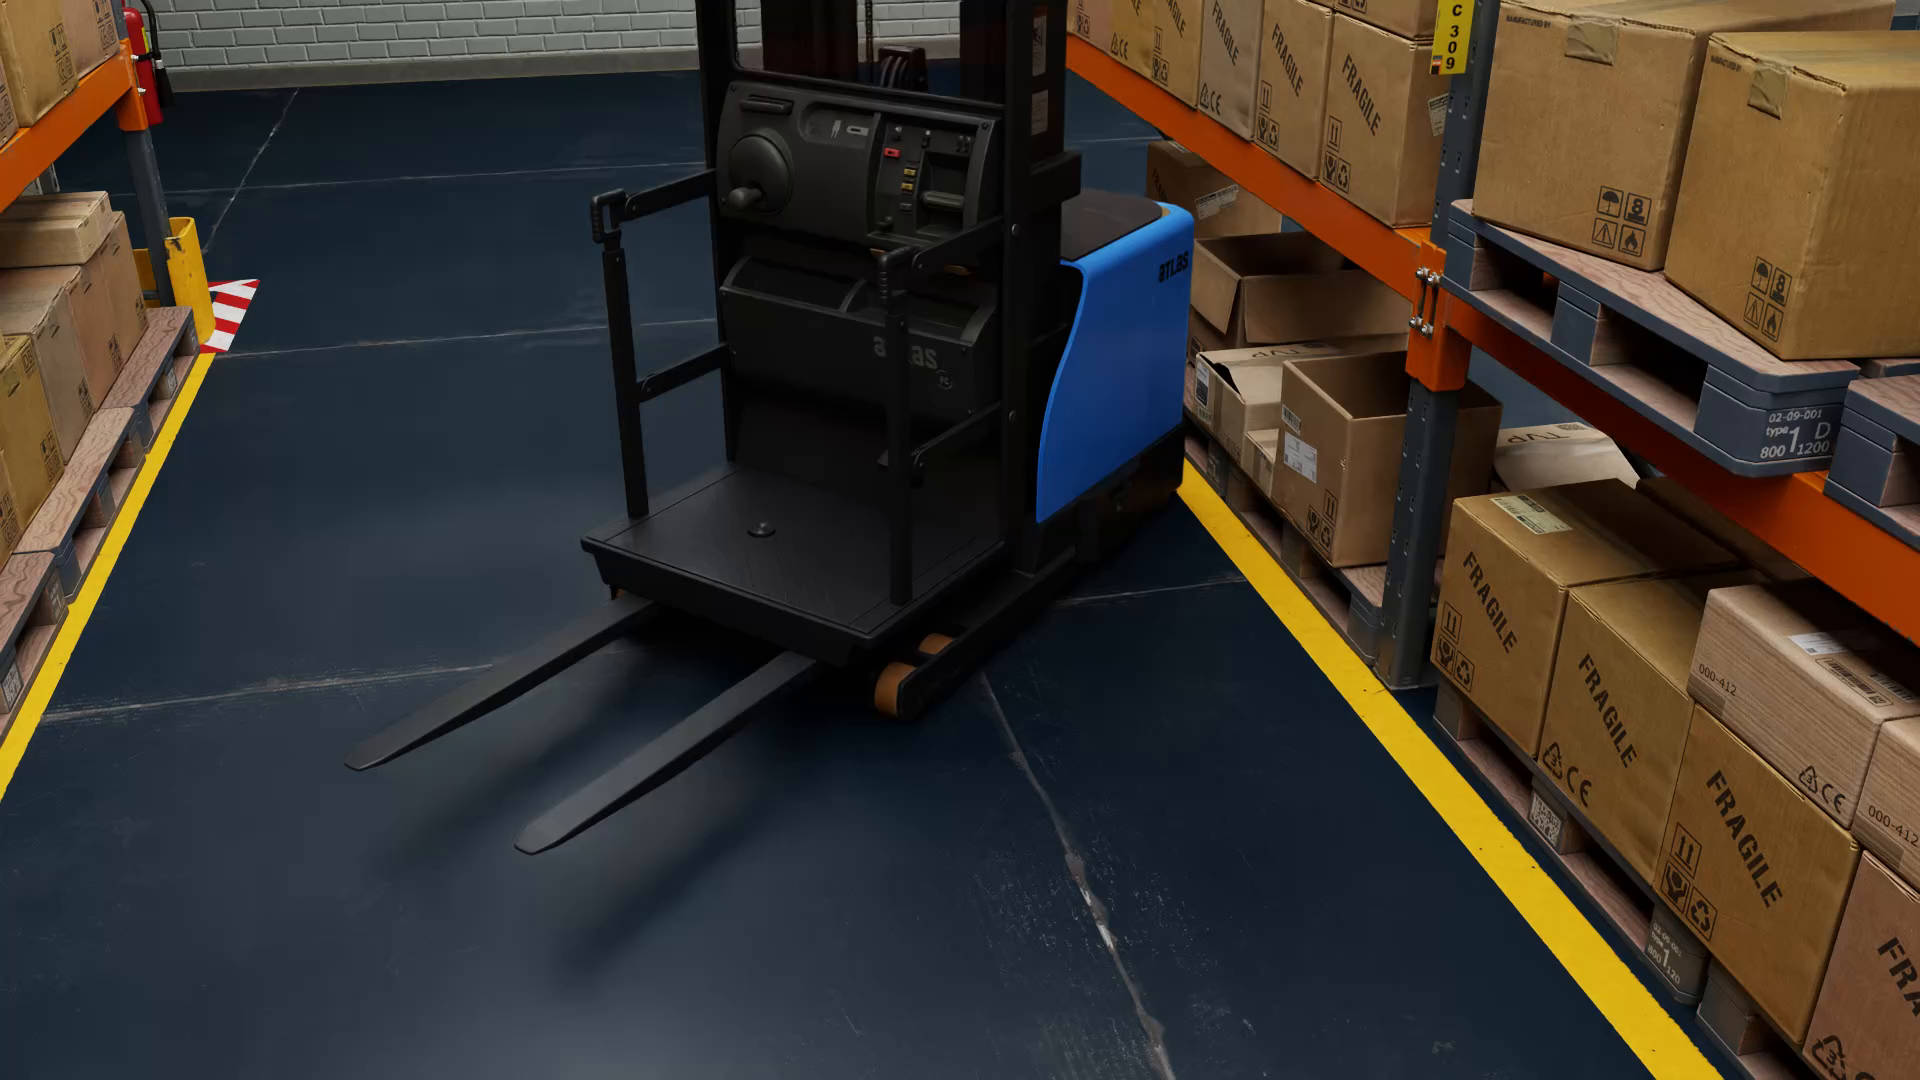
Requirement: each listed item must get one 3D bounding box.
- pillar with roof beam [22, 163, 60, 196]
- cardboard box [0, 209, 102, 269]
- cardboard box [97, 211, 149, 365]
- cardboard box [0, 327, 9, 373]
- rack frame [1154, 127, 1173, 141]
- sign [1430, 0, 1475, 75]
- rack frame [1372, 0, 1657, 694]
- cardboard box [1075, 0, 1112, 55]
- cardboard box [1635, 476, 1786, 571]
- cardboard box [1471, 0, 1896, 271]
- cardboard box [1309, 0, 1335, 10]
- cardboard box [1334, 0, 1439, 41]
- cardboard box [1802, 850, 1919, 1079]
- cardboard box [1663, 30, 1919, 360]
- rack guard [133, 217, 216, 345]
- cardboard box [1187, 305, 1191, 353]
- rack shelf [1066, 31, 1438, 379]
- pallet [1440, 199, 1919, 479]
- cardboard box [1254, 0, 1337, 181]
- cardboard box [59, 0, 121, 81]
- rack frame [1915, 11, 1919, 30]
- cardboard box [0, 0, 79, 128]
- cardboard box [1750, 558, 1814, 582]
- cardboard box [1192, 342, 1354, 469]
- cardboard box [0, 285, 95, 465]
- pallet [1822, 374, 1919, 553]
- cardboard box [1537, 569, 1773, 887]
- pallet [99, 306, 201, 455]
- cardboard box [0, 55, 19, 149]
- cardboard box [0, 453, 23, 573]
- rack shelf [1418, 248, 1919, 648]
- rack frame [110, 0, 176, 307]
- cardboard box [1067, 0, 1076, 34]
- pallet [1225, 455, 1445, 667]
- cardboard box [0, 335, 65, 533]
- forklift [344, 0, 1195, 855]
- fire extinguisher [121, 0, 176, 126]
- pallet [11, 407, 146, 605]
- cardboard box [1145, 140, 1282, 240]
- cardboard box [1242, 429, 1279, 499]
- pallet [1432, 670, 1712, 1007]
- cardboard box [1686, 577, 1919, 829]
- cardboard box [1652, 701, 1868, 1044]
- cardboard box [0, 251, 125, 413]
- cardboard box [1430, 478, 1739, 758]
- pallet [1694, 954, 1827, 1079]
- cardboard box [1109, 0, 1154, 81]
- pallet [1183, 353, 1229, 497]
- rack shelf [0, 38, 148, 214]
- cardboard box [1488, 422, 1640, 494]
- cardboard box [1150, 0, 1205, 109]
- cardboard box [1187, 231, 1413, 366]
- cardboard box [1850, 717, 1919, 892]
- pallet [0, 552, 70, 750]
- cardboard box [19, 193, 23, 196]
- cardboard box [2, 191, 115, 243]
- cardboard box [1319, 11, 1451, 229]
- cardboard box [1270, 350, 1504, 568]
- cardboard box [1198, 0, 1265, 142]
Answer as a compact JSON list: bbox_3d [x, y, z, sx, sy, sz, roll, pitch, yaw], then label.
[{"bbox_3d":[-1.253,-6.431,8.504,9.100,9.000,0.400,-6,27,-12],"label":"pillar with roof beam"},{"bbox_3d":[-3.476,-1.132,6.252,0.380,0.149,0.250,-5,27,-10],"label":"cardboard box"},{"bbox_3d":[-3.740,-0.992,6.695,0.700,0.500,0.500,-6,27,-12],"label":"cardboard box"},{"bbox_3d":[-3.180,-0.560,5.118,0.380,0.149,0.250,-7,28,-13],"label":"cardboard box"},{"bbox_3d":[0.830,-2.723,7.815,1.000,3.000,0.127,-6,27,-12],"label":"rack frame"},{"bbox_3d":[1.204,-1.295,4.025,0.100,0.325,0.005,-6,27,-12],"label":"sign"},{"bbox_3d":[1.731,-0.967,4.336,1.000,3.000,0.127,-6,27,-12],"label":"rack frame"},{"bbox_3d":[0.794,-2.320,6.906,0.500,0.500,0.500,-6,27,-12],"label":"cardboard box"},{"bbox_3d":[2.122,0.140,4.429,0.500,0.500,0.500,-6,27,-12],"label":"cardboard box"},{"bbox_3d":[1.620,-0.968,3.762,0.700,0.500,0.500,-16,31,-29],"label":"cardboard box"},{"bbox_3d":[1.247,-1.878,4.921,0.500,0.500,0.500,-6,27,-13],"label":"cardboard box"},{"bbox_3d":[1.365,-1.653,4.476,0.500,0.500,0.500,-6,27,-11],"label":"cardboard box"},{"bbox_3d":[1.953,0.865,2.993,0.500,0.500,0.500,-7,28,-14],"label":"cardboard box"},{"bbox_3d":[1.837,-0.673,3.177,0.700,0.500,0.500,-2,27,-3],"label":"cardboard box"},{"bbox_3d":[-4.001,-1.113,7.400,1.175,0.500,0.348,-6,27,-12],"label":"rack guard"},{"bbox_3d":[0.901,-0.985,6.936,0.500,0.250,0.500,-6,27,-12],"label":"cardboard box"},{"bbox_3d":[1.281,-1.523,6.238,1.077,0.370,4.000,-6,27,-12],"label":"rack shelf"},{"bbox_3d":[1.805,-0.519,3.662,1.003,0.211,1.213,-6,27,-12],"label":"pallet"},{"bbox_3d":[1.251,-1.431,5.145,0.500,0.500,0.500,-5,27,-10],"label":"cardboard box"},{"bbox_3d":[-3.871,-2.129,6.306,0.980,0.700,0.700,-5,27,-9],"label":"cardboard box"},{"bbox_3d":[5.657,-3.224,8.809,1.000,3.000,0.127,-6,27,-12],"label":"rack frame"},{"bbox_3d":[-3.696,-1.811,5.676,0.980,0.700,0.700,-6,27,-12],"label":"cardboard box"},{"bbox_3d":[2.225,0.358,3.997,0.500,0.500,0.500,-6,27,-11],"label":"cardboard box"},{"bbox_3d":[1.157,-0.513,5.934,0.500,0.311,0.500,-6,27,-12],"label":"cardboard box"},{"bbox_3d":[-3.514,-0.552,5.823,0.700,0.500,0.500,-7,28,-13],"label":"cardboard box"},{"bbox_3d":[2.190,0.022,2.591,1.003,0.211,1.213,-6,27,-12],"label":"pallet"},{"bbox_3d":[1.734,0.423,3.869,0.500,0.500,0.500,-6,27,-11],"label":"cardboard box"},{"bbox_3d":[-3.739,-0.630,6.764,1.003,0.211,1.213,-6,27,-12],"label":"pallet"},{"bbox_3d":[-3.533,-1.475,5.011,0.980,0.700,0.700,-7,28,-14],"label":"cardboard box"},{"bbox_3d":[-3.273,-0.093,4.914,0.700,0.500,0.500,-6,27,-12],"label":"cardboard box"},{"bbox_3d":[2.182,0.233,2.759,1.077,0.370,4.000,-6,27,-12],"label":"rack shelf"},{"bbox_3d":[-3.996,-2.218,6.815,1.000,3.000,0.127,-6,27,-12],"label":"rack frame"},{"bbox_3d":[0.673,-2.546,7.354,0.500,0.500,0.500,-5,27,-11],"label":"cardboard box"},{"bbox_3d":[1.577,-0.023,5.562,1.003,0.211,1.213,-6,27,-12],"label":"pallet"},{"bbox_3d":[-3.386,-0.319,5.360,0.700,0.500,0.500,-5,27,-10],"label":"cardboard box"},{"bbox_3d":[-0.428,-1.038,4.554,1.130,2.935,3.031,17,31,30],"label":"forklift"},{"bbox_3d":[-3.580,-2.130,7.141,0.296,0.674,0.183,-6,27,-12],"label":"fire extinguisher"},{"bbox_3d":[-3.468,-0.095,5.705,1.003,0.211,1.213,-6,27,-12],"label":"pallet"},{"bbox_3d":[1.192,-1.589,7.856,0.500,0.500,0.500,-6,27,-12],"label":"cardboard box"},{"bbox_3d":[1.184,-0.270,5.632,0.380,0.149,0.250,-6,27,-12],"label":"cardboard box"},{"bbox_3d":[1.951,0.632,4.265,1.003,0.211,1.213,-6,27,-12],"label":"pallet"},{"bbox_3d":[1.828,0.294,3.292,0.500,0.250,0.500,-6,27,-11],"label":"cardboard box"},{"bbox_3d":[1.839,0.643,3.433,0.500,0.500,0.500,-6,27,-11],"label":"cardboard box"},{"bbox_3d":[-3.628,-0.773,6.260,0.700,0.500,0.500,-6,27,-12],"label":"cardboard box"},{"bbox_3d":[1.603,0.190,4.331,0.500,0.500,0.500,-7,28,-14],"label":"cardboard box"},{"bbox_3d":[2.230,1.168,3.201,1.003,0.211,1.213,-6,27,-12],"label":"pallet"},{"bbox_3d":[0.905,-2.099,6.469,0.500,0.500,0.500,-6,27,-12],"label":"cardboard box"},{"bbox_3d":[1.299,-0.560,6.625,1.003,0.211,1.213,-6,27,-12],"label":"pallet"},{"bbox_3d":[-3.545,-1.019,5.238,1.077,0.370,4.000,-6,27,-12],"label":"rack shelf"},{"bbox_3d":[1.847,-0.169,5.252,0.500,0.311,0.500,-6,27,-12],"label":"cardboard box"},{"bbox_3d":[1.016,-1.880,6.034,0.500,0.500,0.500,-6,27,-11],"label":"cardboard box"},{"bbox_3d":[1.303,-0.873,6.433,0.797,0.503,0.637,-6,27,-12],"label":"cardboard box"},{"bbox_3d":[1.942,0.514,2.856,0.500,0.250,0.500,-6,27,-13],"label":"cardboard box"},{"bbox_3d":[-3.189,0.441,4.642,1.003,0.211,1.213,-6,27,-12],"label":"pallet"},{"bbox_3d":[-3.963,-1.317,6.618,0.380,0.149,0.250,-6,27,-11],"label":"cardboard box"},{"bbox_3d":[-3.534,-1.244,6.474,0.380,0.149,0.250,-6,27,-12],"label":"cardboard box"},{"bbox_3d":[1.369,-1.205,4.697,0.500,0.500,0.500,-6,27,-11],"label":"cardboard box"},{"bbox_3d":[1.327,-0.268,5.239,0.500,0.500,0.500,-6,27,-12],"label":"cardboard box"},{"bbox_3d":[1.133,-1.656,5.591,0.500,0.500,0.500,-5,27,-10],"label":"cardboard box"}]
